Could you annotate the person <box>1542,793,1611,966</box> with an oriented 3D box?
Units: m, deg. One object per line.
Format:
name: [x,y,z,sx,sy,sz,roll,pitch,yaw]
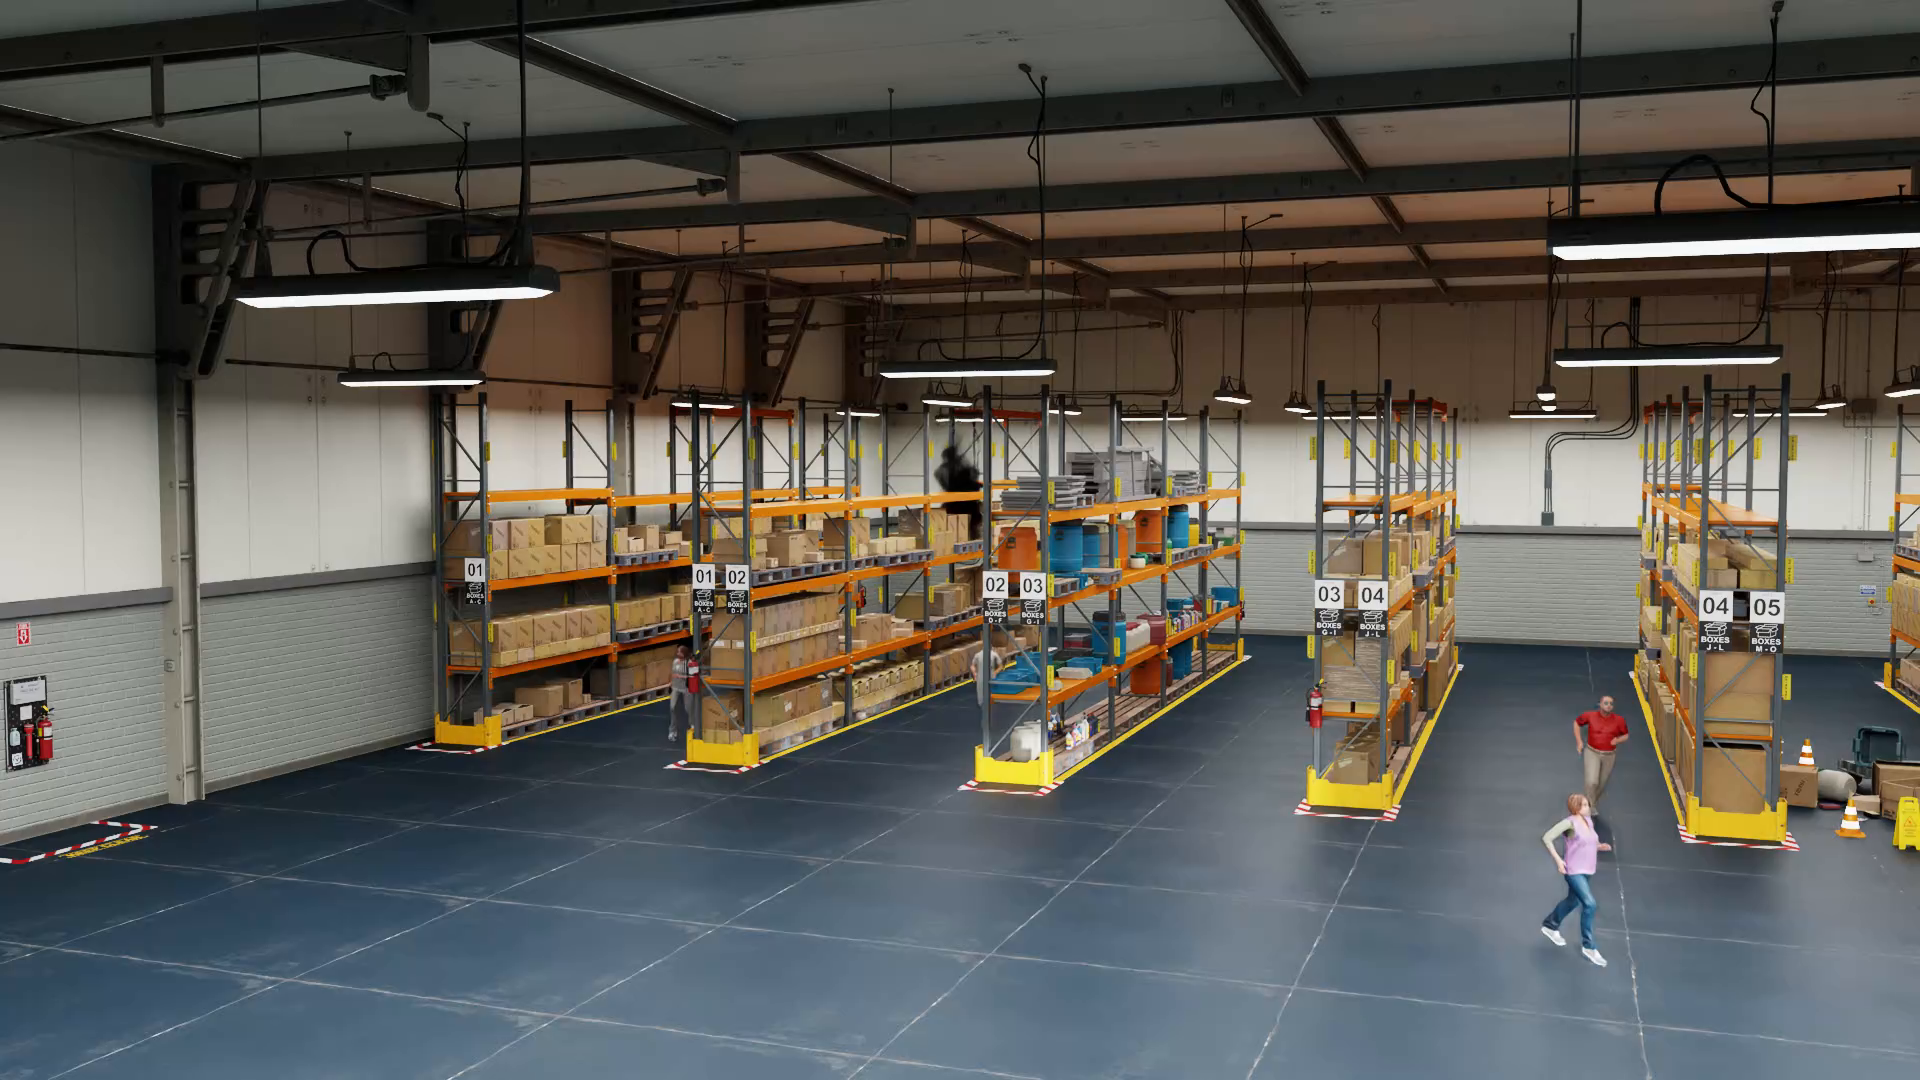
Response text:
person: [6.085,3.311,16.449,0.516,1.632,0.759,-3,4,-41]

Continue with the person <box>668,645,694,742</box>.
person: [-4.833,2.647,28.952,0.515,1.634,0.760,1,3,17]

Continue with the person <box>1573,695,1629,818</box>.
person: [8.666,2.969,22.474,0.667,1.780,0.799,0,3,5]

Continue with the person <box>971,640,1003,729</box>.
person: [0.481,2.579,30.147,0.582,1.635,0.765,0,3,5]
